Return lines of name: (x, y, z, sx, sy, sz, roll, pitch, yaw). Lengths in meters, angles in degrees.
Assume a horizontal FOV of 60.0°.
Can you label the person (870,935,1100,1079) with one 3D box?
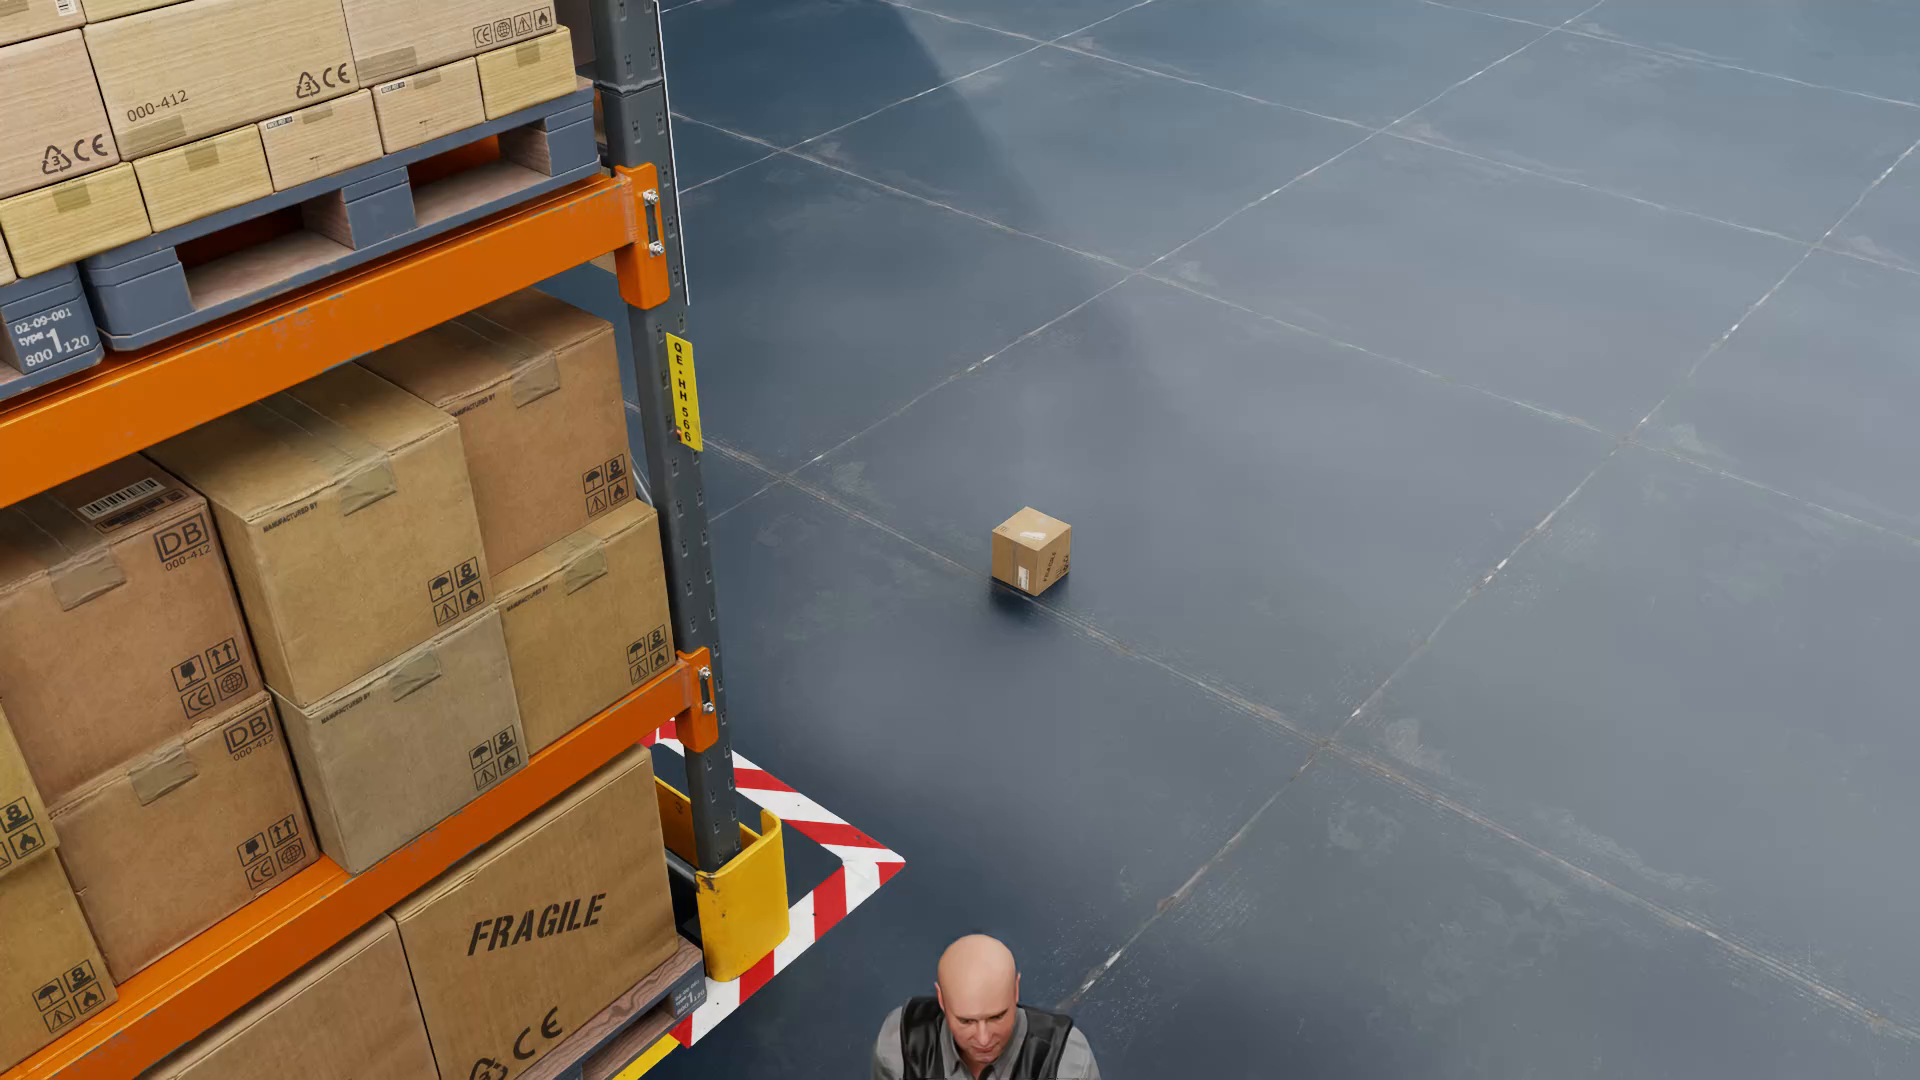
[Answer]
person: (0.059, 1.543, 3.913, 0.542, 1.709, 0.633, 5, 35, 7)
